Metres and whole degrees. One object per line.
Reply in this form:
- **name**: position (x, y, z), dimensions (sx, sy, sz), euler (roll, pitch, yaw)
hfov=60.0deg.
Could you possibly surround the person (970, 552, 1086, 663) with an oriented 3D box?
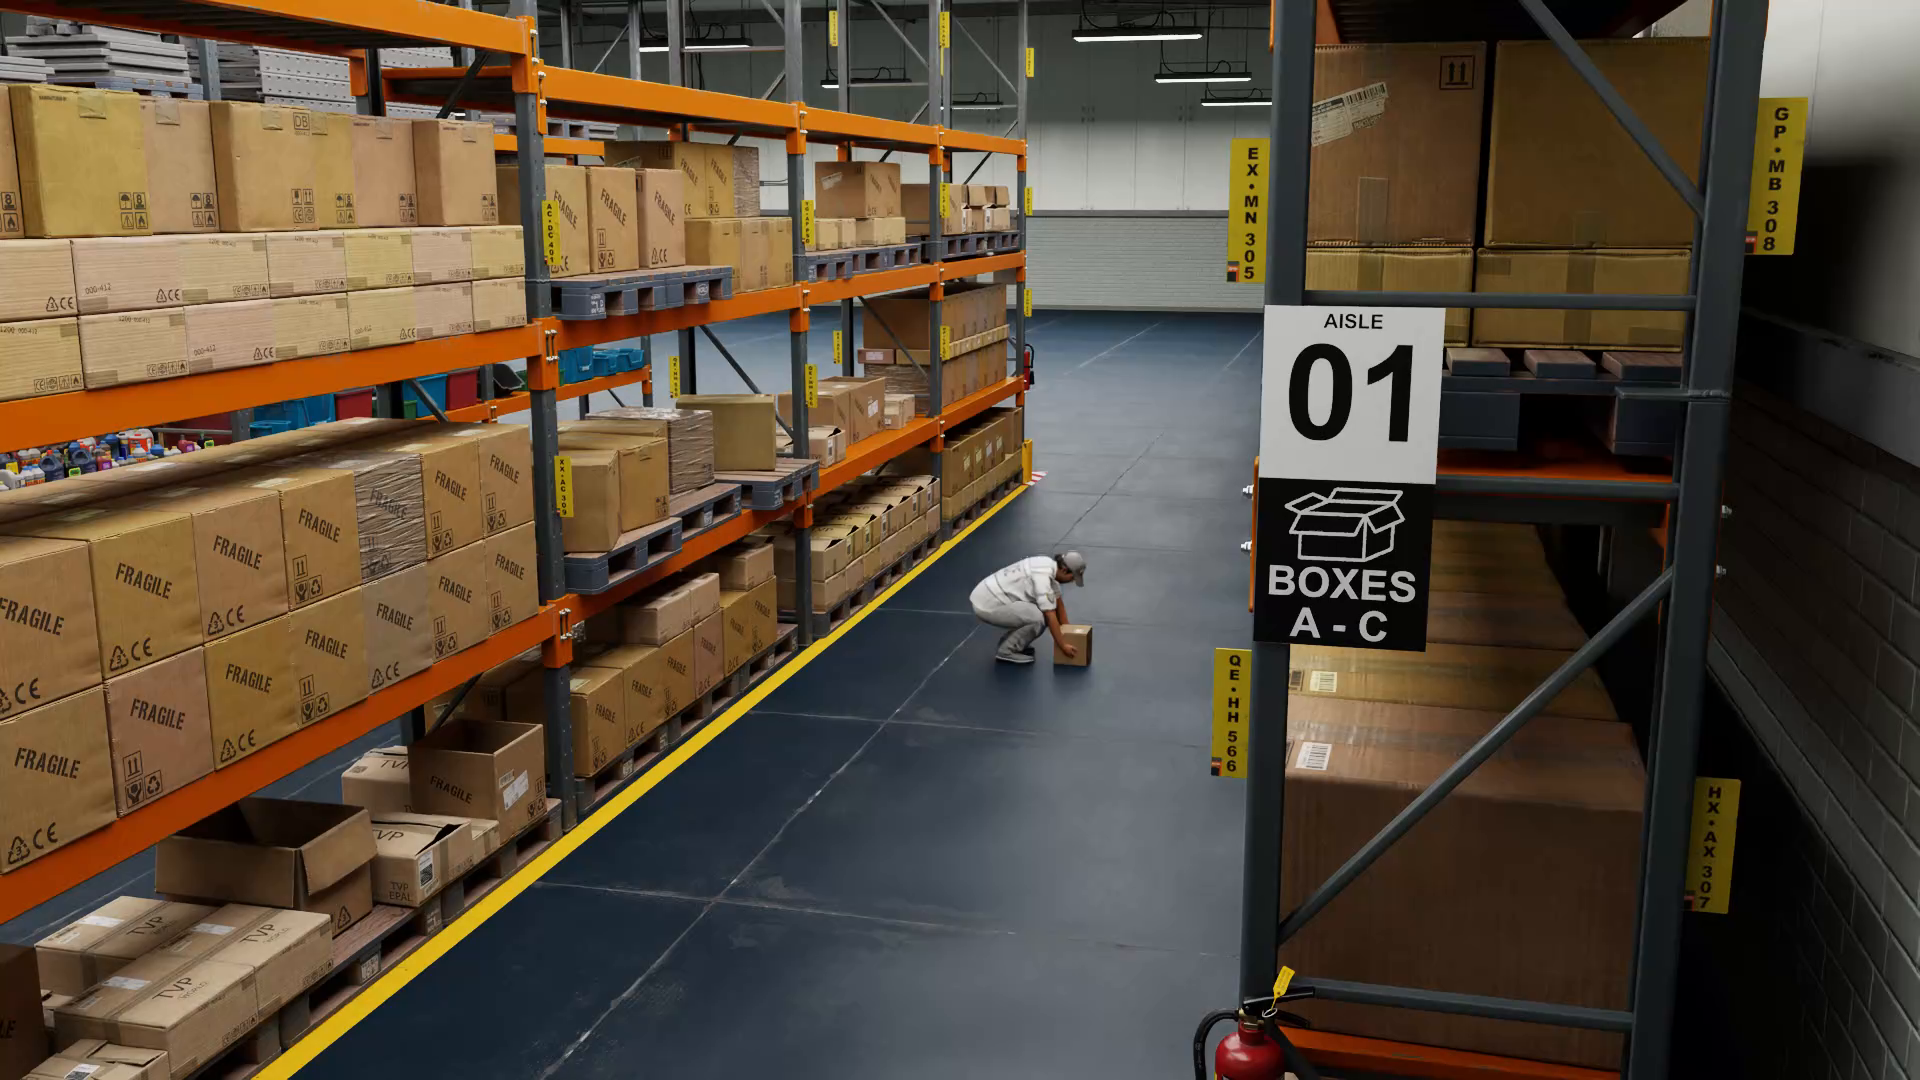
- **person**: position (0.516, 0.495, 12.620), dimensions (0.867, 0.837, 0.517), euler (3, 12, 14)
